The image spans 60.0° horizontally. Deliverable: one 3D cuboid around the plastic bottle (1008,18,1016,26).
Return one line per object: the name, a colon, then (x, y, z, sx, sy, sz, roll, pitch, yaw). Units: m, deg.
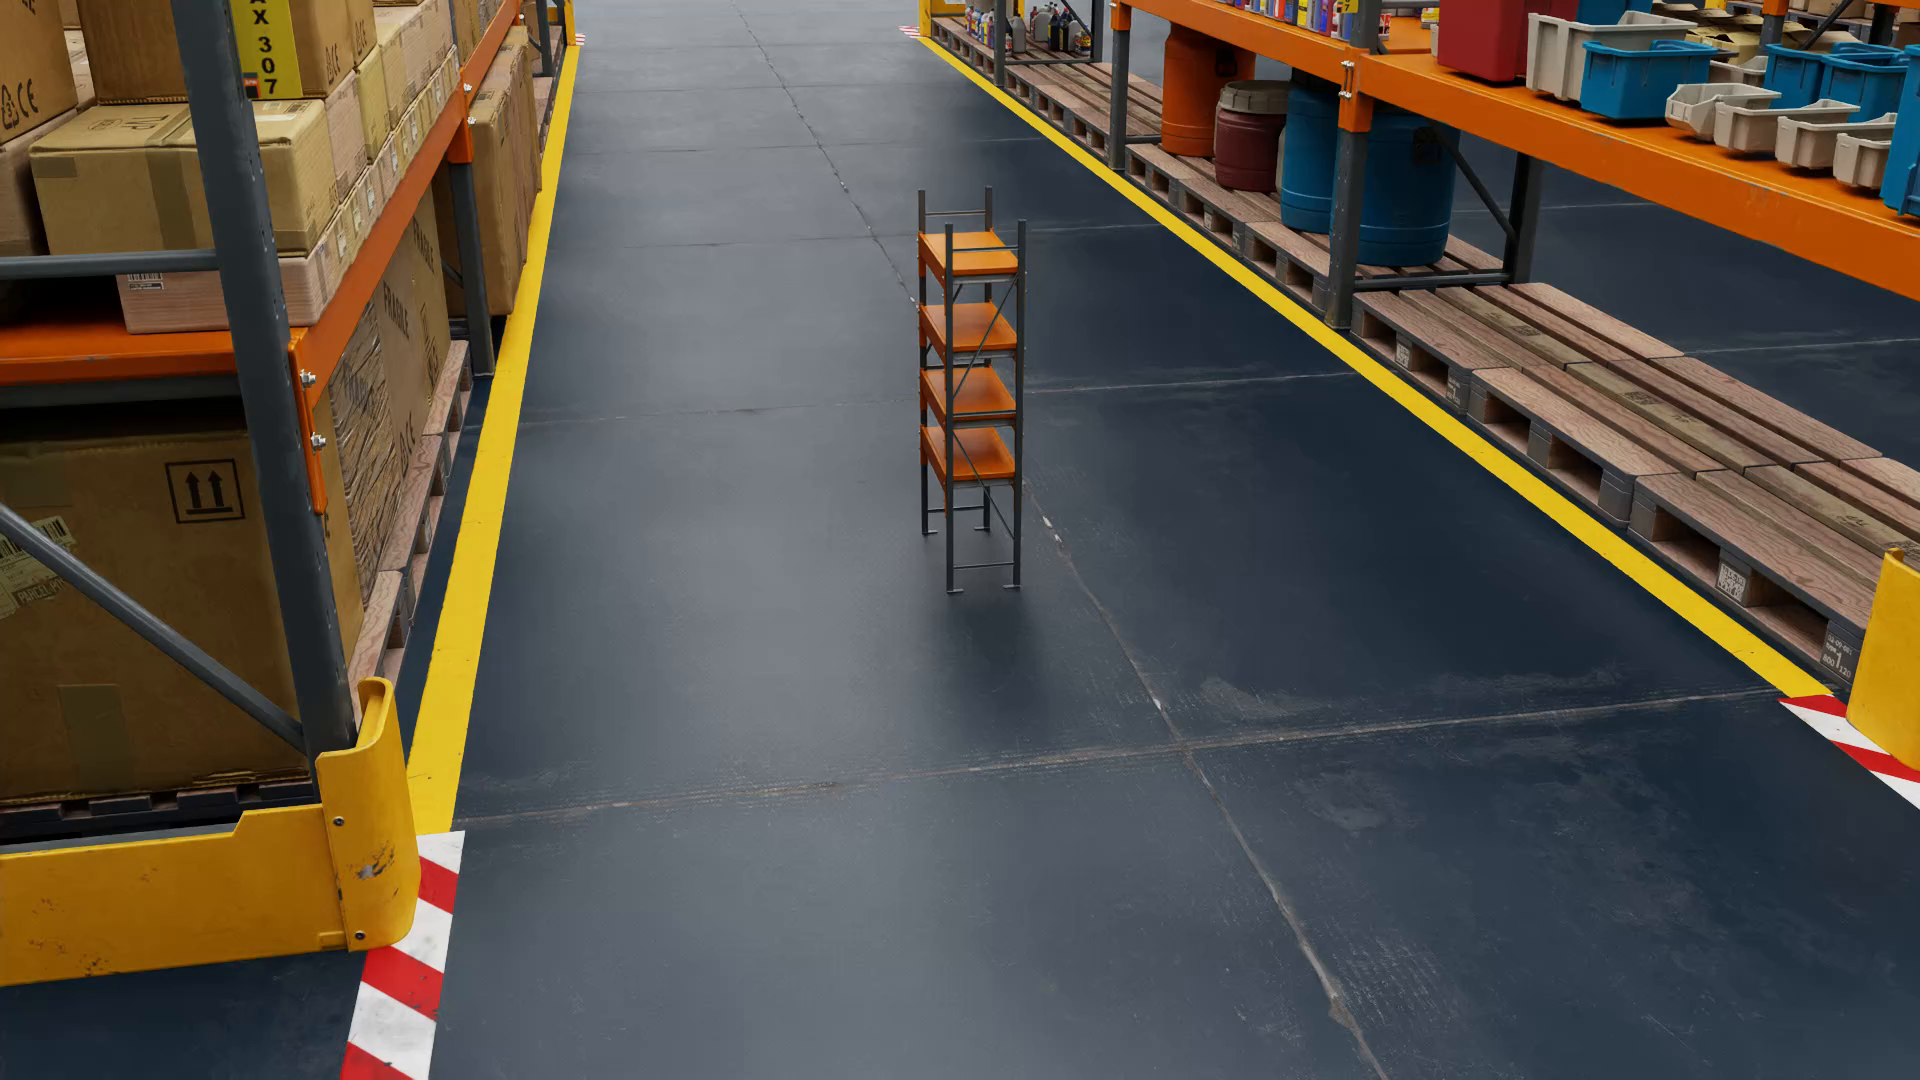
plastic bottle: (0.515, -4.877, 16.022, 0.152, 0.276, 0.135, -4, 24, -10)

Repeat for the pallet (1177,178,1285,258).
pallet: (1.961, -1.958, 9.969, 1.003, 0.211, 1.213, -4, 24, -10)

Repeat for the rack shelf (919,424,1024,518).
rack shelf: (0.031, -0.241, 5.467, 0.258, 0.148, 0.480, -4, 24, -10)

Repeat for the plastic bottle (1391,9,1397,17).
plastic bottle: (2.260, -2.955, 8.922, 0.152, 0.276, 0.135, -4, 24, -10)

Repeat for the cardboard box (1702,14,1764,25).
cardboard box: (6.415, -4.211, 13.853, 0.500, 0.311, 0.500, -5, 24, -11)

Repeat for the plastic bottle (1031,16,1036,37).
plastic bottle: (0.769, -5.225, 16.913, 0.097, 0.201, 0.097, 0, 24, 0)

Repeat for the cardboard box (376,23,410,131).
cardboard box: (-1.953, -1.392, 5.004, 0.500, 0.250, 0.500, -5, 24, -11)

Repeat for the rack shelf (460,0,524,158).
rack shelf: (-2.946, -2.539, 8.714, 1.077, 0.370, 4.000, -4, 24, -10)

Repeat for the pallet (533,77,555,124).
pallet: (-3.910, -3.644, 13.831, 1.003, 0.211, 1.213, -4, 24, -10)

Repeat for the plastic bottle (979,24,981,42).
plastic bottle: (0.240, -5.057, 16.529, 0.097, 0.201, 0.097, 0, 24, 0)

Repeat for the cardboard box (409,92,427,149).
cardboard box: (-1.960, -1.366, 5.443, 0.380, 0.149, 0.250, -5, 24, -11)

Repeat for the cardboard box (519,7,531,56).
cardboard box: (-4.090, -4.436, 14.757, 0.500, 0.500, 0.500, -5, 24, -11)

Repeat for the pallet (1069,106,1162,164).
pallet: (1.447, -3.051, 12.473, 1.003, 0.211, 1.213, -4, 24, -10)

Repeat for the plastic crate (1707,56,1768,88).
plastic crate: (2.909, -1.692, 6.132, 0.293, 0.136, 0.466, -4, 24, -10)

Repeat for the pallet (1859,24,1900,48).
pallet: (10.390, -5.312, 17.649, 1.003, 0.211, 1.213, -4, 24, -10)

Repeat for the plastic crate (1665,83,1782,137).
plastic crate: (2.515, -1.427, 5.524, 0.298, 0.136, 0.250, -4, 24, -10)

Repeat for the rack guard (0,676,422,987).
rack guard: (-1.832, 0.647, 3.645, 1.175, 0.500, 0.348, -4, 24, -10)

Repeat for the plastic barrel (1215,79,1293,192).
plastic barrel: (1.868, -2.474, 10.154, 0.600, 0.588, 0.708, -4, 24, -10)

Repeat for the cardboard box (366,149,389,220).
cardboard box: (-1.769, -0.961, 4.517, 0.380, 0.149, 0.250, -5, 24, -11)

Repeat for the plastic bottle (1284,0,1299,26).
plastic bottle: (1.766, -2.836, 8.557, 0.144, 0.351, 0.185, -4, 24, -10)

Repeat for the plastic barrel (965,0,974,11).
plastic barrel: (0.269, -5.968, 18.249, 0.421, 0.512, 0.421, 0, 24, 0)

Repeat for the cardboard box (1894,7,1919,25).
cardboard box: (10.317, -5.790, 17.832, 0.500, 0.500, 0.500, -6, 24, -14)

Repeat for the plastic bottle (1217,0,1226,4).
plastic bottle: (1.571, -3.225, 9.542, 0.152, 0.276, 0.135, -4, 24, -10)

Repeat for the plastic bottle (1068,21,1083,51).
plastic bottle: (1.098, -4.831, 15.918, 0.152, 0.276, 0.135, -3, 24, -8)

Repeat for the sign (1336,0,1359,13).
sign: (1.751, -2.535, 7.461, 0.100, 0.325, 0.005, -4, 24, -10)

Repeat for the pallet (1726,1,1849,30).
pallet: (9.938, -6.272, 19.846, 1.003, 0.211, 1.213, -4, 24, -10)

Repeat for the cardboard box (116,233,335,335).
cardboard box: (-1.578, -0.557, 3.592, 0.380, 0.149, 0.250, -4, 24, -9)

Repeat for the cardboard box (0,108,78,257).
cardboard box: (-2.187, -0.747, 3.528, 0.500, 0.250, 0.500, -5, 24, -11)

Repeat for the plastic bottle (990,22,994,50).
plastic bottle: (0.375, -4.890, 15.959, 0.144, 0.351, 0.185, -6, 24, -12)

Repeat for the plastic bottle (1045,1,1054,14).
plastic bottle: (0.923, -5.246, 16.773, 0.144, 0.351, 0.185, -3, 24, -8)

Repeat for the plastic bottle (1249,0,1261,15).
plastic bottle: (1.673, -3.009, 9.046, 0.152, 0.276, 0.135, -4, 24, -10)

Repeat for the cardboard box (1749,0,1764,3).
cardboard box: (9.848, -6.592, 19.906, 0.500, 0.311, 0.500, -7, 25, -16)

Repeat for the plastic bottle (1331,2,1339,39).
plastic bottle: (1.853, -2.532, 8.048, 0.097, 0.201, 0.097, 0, 24, 0)

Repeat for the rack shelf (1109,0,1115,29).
rack shelf: (1.182, -4.479, 13.156, 1.077, 0.370, 4.000, -4, 24, -10)

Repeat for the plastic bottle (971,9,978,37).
plastic bottle: (0.165, -5.249, 16.879, 0.097, 0.271, 0.097, 0, 24, 0)

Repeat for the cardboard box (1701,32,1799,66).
cardboard box: (6.082, -3.764, 12.831, 0.500, 0.311, 0.500, -4, 24, -8)

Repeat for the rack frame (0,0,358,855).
rack frame: (-1.836, -0.508, 3.166, 1.000, 3.000, 0.127, -4, 24, -10)

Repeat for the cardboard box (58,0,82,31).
cardboard box: (-2.554, -1.887, 5.202, 0.500, 0.500, 0.500, -5, 24, -11)

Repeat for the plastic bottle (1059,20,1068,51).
plastic bottle: (0.993, -4.827, 15.898, 0.061, 0.283, 0.133, -4, 24, -10)

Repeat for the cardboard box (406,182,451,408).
cardboard box: (-2.532, -1.035, 6.502, 0.875, 0.875, 0.875, -4, 24, -10)

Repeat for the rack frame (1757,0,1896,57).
rack frame: (6.421, -4.387, 12.047, 1.000, 3.000, 0.127, -4, 24, -10)

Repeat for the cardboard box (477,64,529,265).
cardboard box: (-2.880, -1.902, 8.488, 1.225, 0.875, 0.875, -5, 24, -12)

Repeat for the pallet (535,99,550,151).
pallet: (-3.681, -3.164, 12.730, 1.003, 0.211, 1.213, -4, 24, -10)

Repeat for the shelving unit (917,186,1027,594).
shelving unit: (0.031, -0.485, 5.361, 0.258, 1.200, 0.503, -4, 24, -10)

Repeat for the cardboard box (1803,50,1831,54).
cardboard box: (6.224, -3.243, 12.000, 0.500, 0.500, 0.500, -3, 24, -7)

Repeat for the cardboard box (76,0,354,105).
cardboard box: (-1.752, -1.325, 3.915, 0.500, 0.500, 0.500, -5, 24, -11)

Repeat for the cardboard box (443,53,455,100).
cardboard box: (-2.150, -1.770, 6.368, 0.380, 0.149, 0.250, -4, 24, -9)

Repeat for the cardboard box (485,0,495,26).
cardboard box: (-2.702, -2.924, 8.573, 0.500, 0.500, 0.500, -4, 24, -9)

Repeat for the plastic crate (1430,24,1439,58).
plastic crate: (2.237, -2.161, 7.205, 0.396, 0.136, 0.243, -4, 24, -10)
